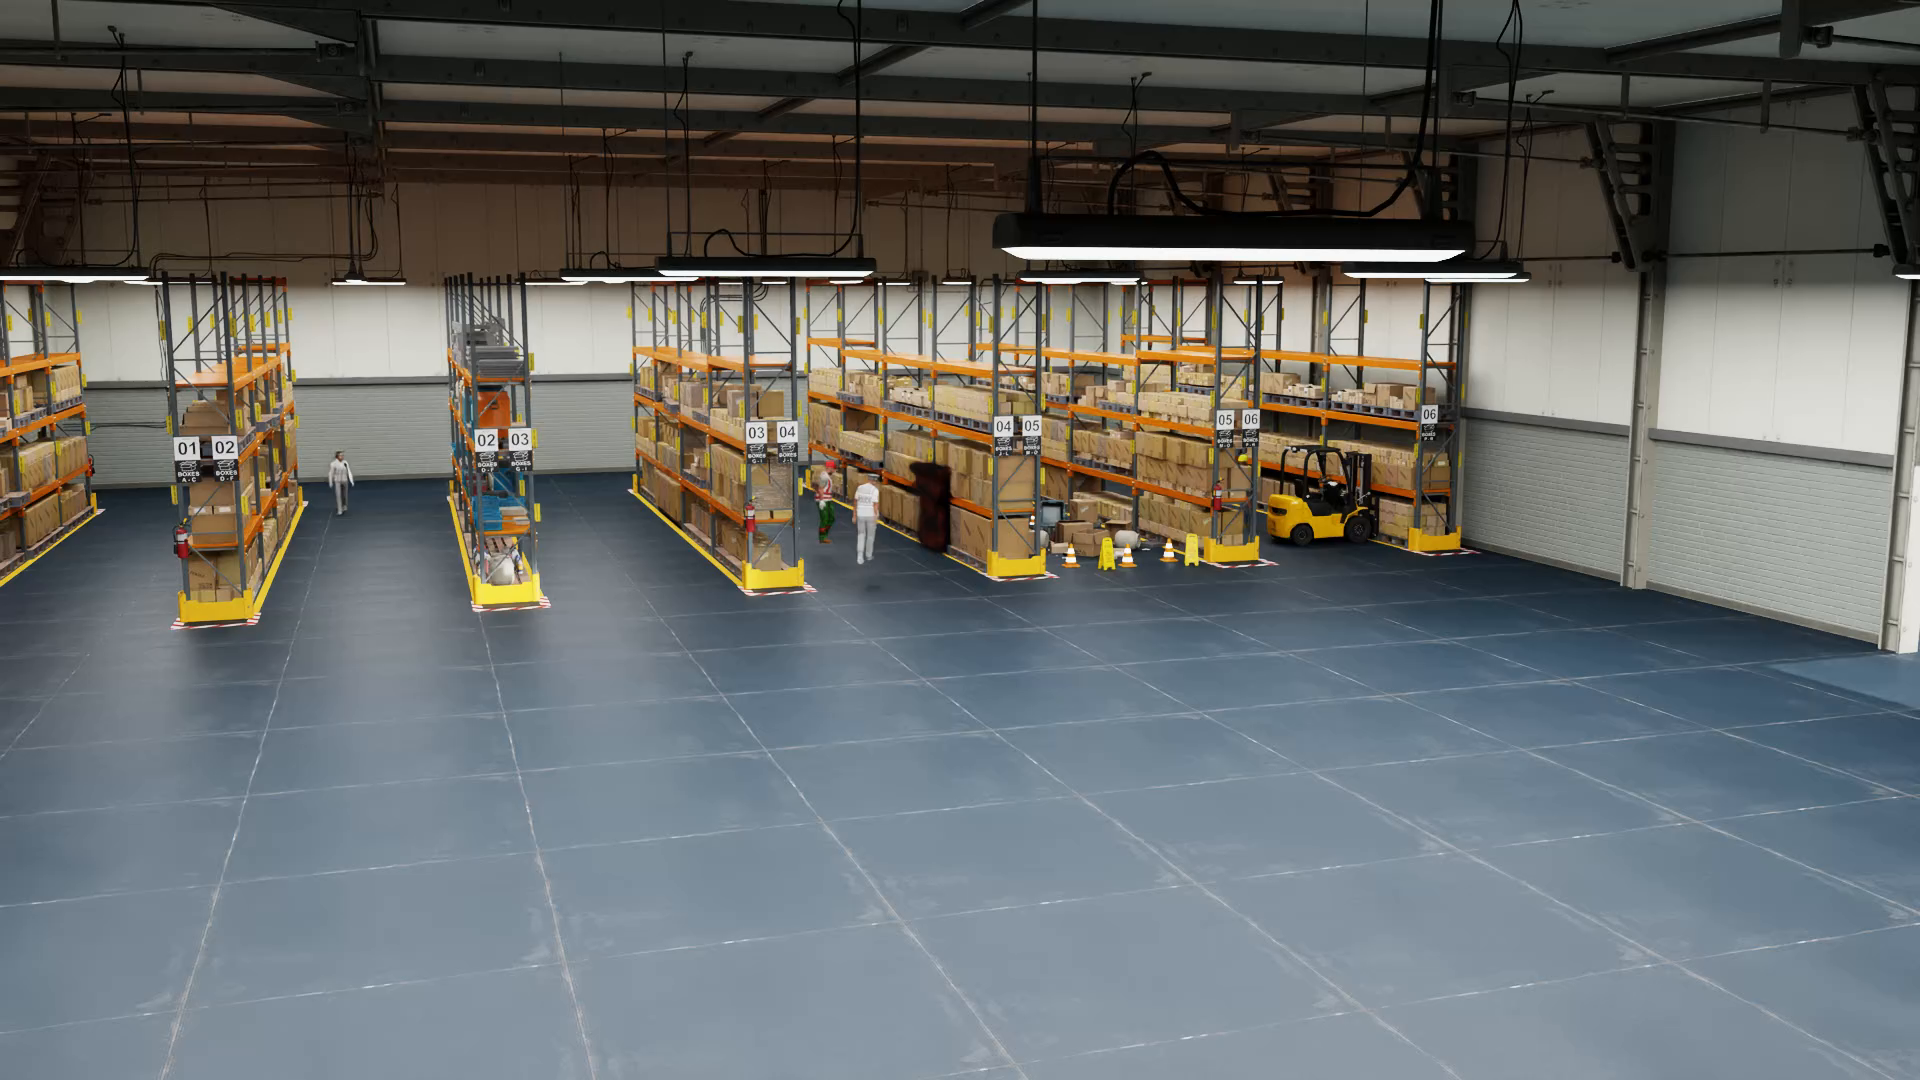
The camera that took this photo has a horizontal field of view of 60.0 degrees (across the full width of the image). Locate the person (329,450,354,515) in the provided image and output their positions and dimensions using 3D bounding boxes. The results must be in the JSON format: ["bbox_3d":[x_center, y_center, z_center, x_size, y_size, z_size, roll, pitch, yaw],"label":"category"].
[{"bbox_3d":[-15.802,-1.487,42.462,0.582,1.621,0.996,-4,9,-23],"label":"person"}]

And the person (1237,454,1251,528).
[{"bbox_3d":[6.851,-1.184,40.094,0.434,1.774,0.582,1,9,9],"label":"person"}]

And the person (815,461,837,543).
[{"bbox_3d":[-2.910,-0.800,35.649,0.472,1.786,0.605,3,9,22],"label":"person"}]

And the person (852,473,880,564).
[{"bbox_3d":[-1.875,-0.422,33.307,0.561,1.814,0.507,2,9,16],"label":"person"}]
